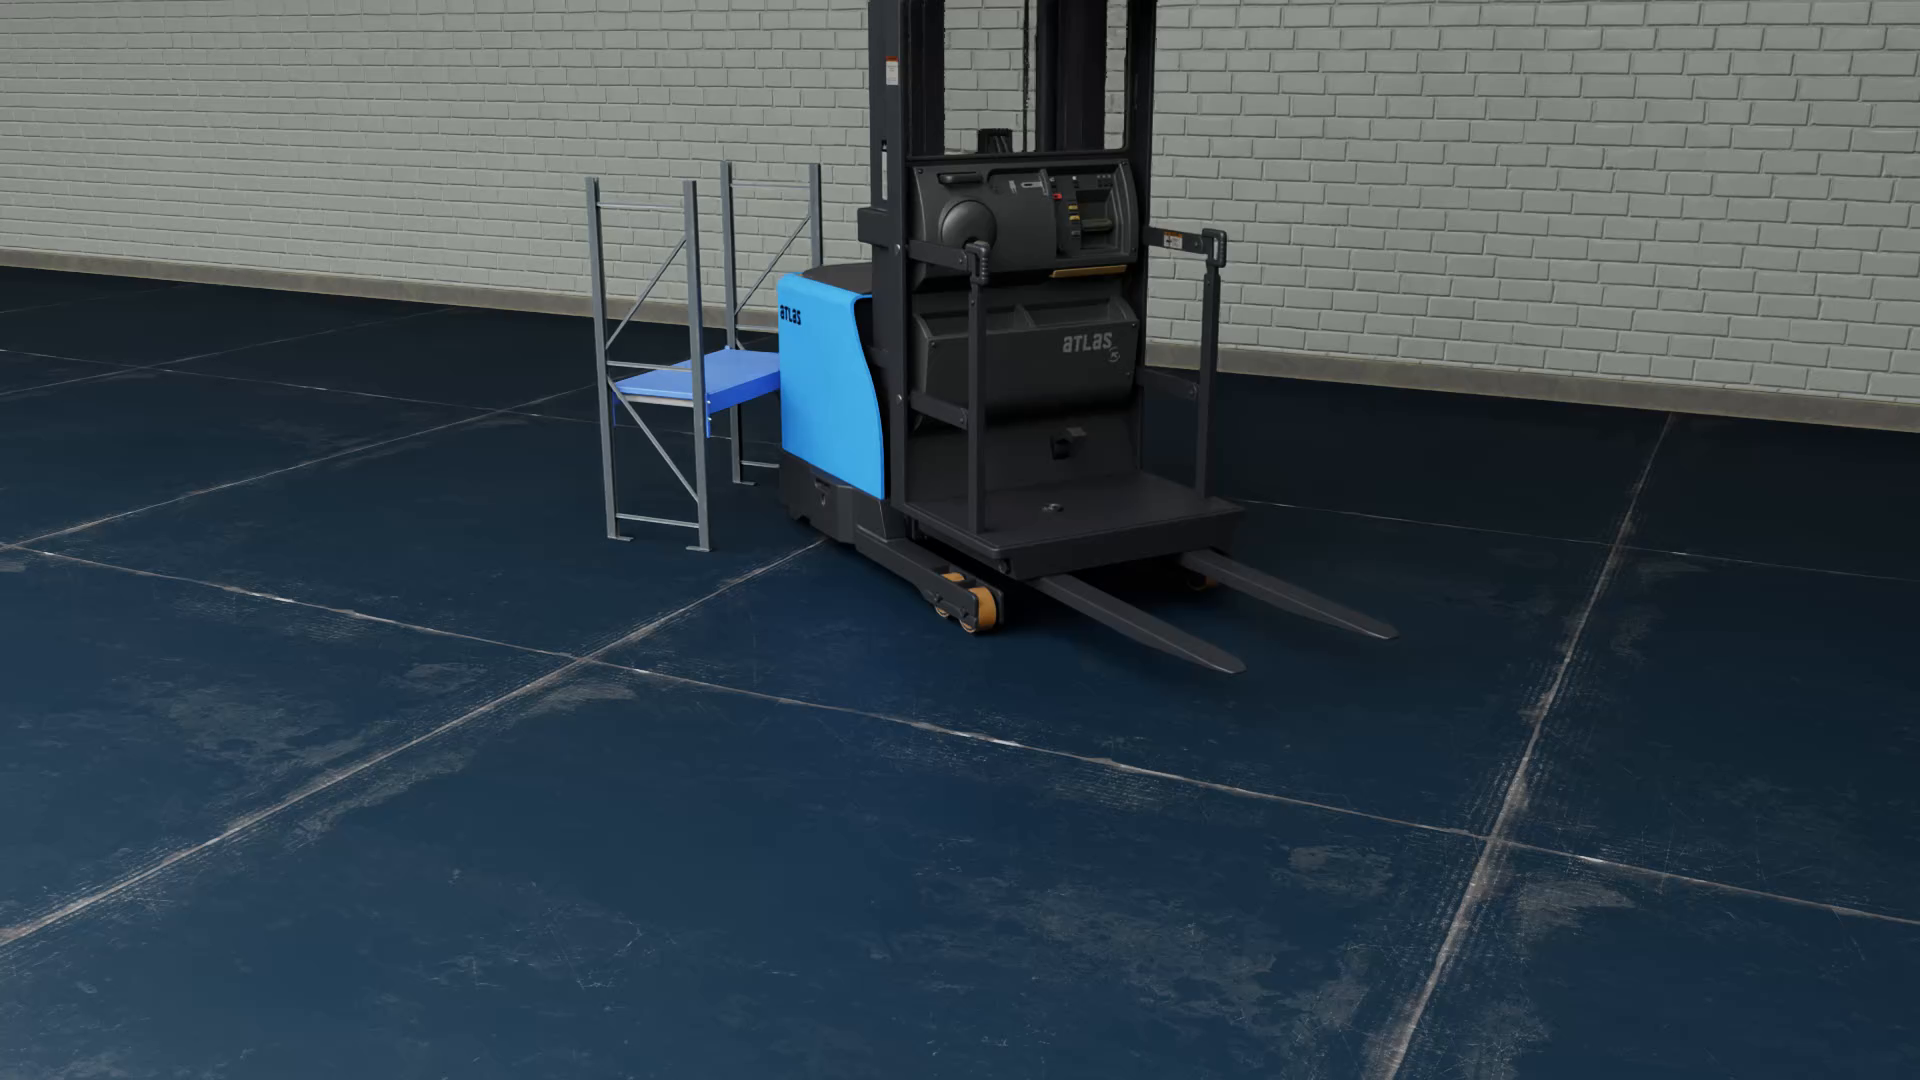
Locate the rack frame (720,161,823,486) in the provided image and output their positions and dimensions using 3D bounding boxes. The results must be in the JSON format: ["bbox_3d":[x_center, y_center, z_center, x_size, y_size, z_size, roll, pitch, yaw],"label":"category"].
[{"bbox_3d":[-0.849,-0.965,7.641,0.500,1.500,0.032,7,18,23],"label":"rack frame"}]

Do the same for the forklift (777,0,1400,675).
[{"bbox_3d":[0.360,-1.221,5.986,1.130,2.935,3.031,-9,19,-28],"label":"forklift"}]

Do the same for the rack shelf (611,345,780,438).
[{"bbox_3d":[-1.053,-0.661,7.246,0.538,0.185,1.000,7,18,23],"label":"rack shelf"}]

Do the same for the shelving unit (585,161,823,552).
[{"bbox_3d":[-1.053,-0.833,7.195,0.538,1.500,1.048,7,18,23],"label":"shelving unit"}]

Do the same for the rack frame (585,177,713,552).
[{"bbox_3d":[-1.258,-0.700,6.749,0.500,1.500,0.032,7,18,23],"label":"rack frame"}]
